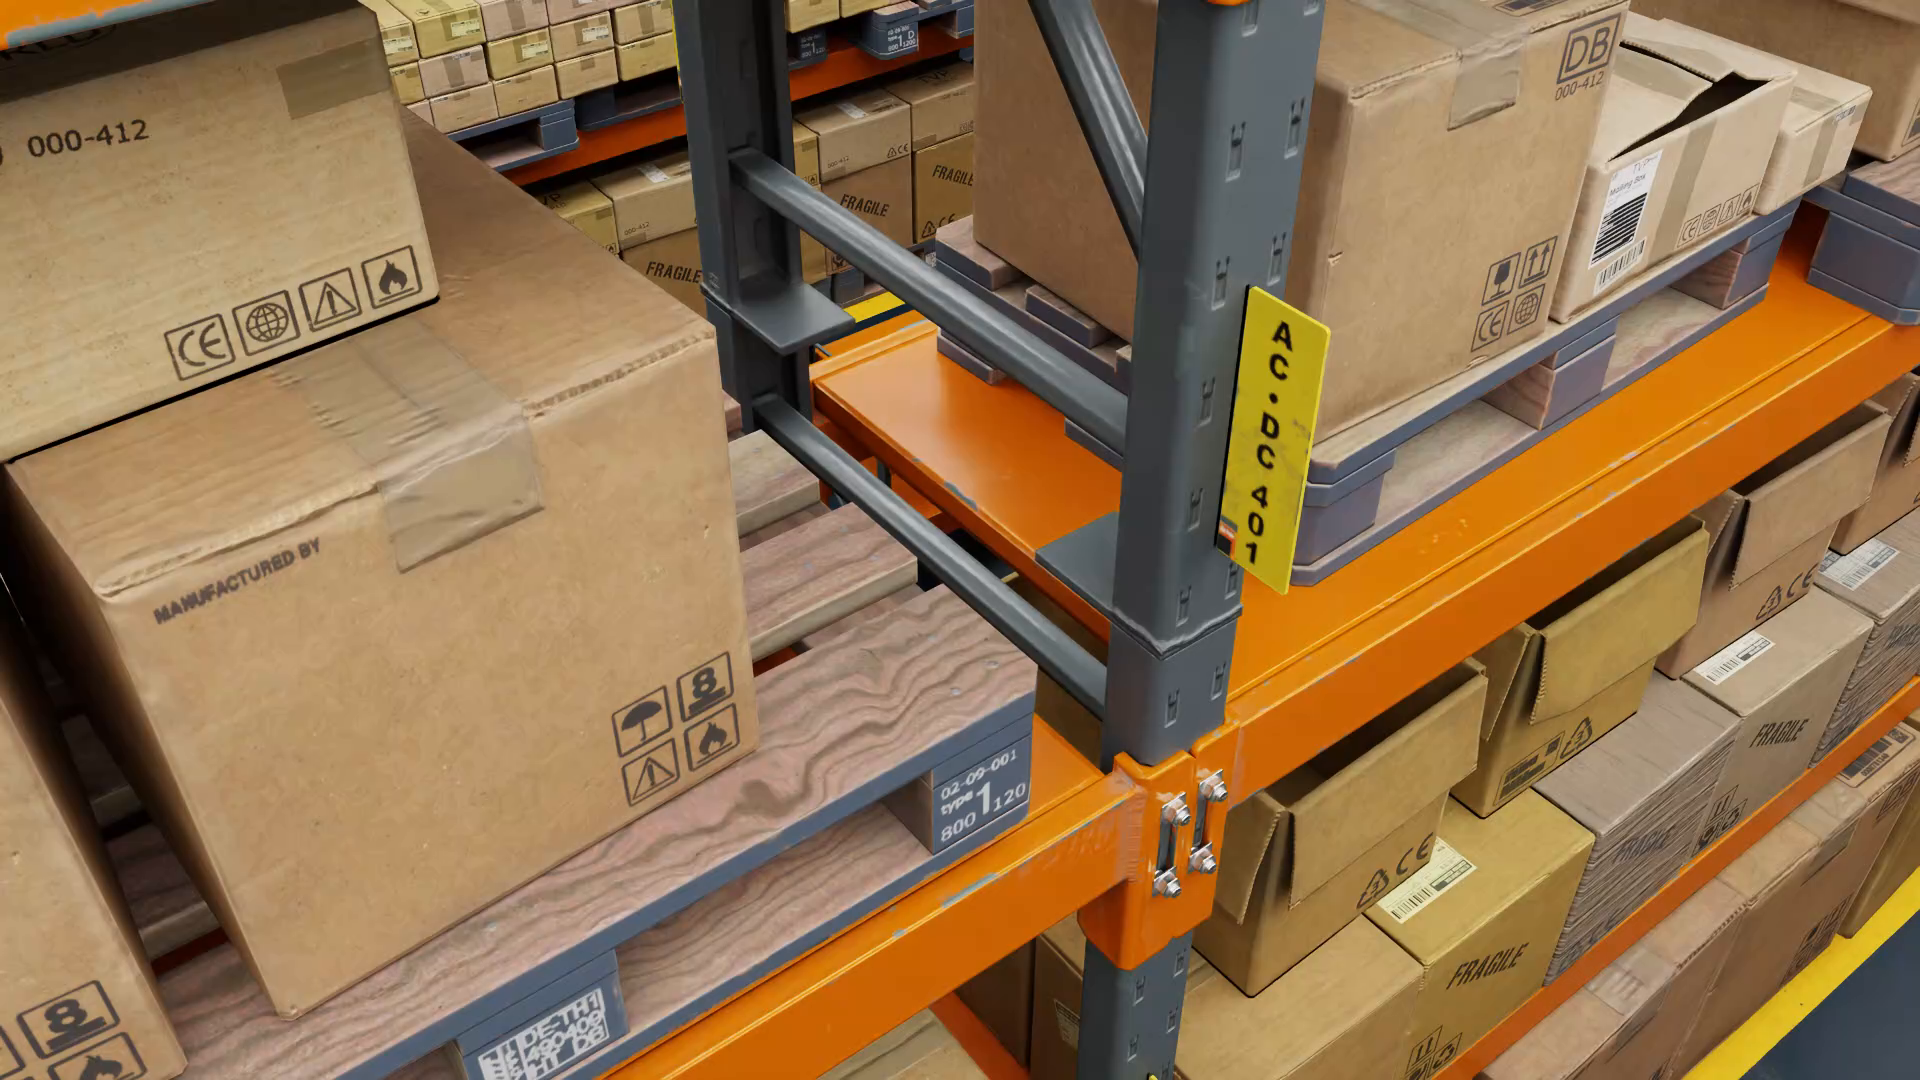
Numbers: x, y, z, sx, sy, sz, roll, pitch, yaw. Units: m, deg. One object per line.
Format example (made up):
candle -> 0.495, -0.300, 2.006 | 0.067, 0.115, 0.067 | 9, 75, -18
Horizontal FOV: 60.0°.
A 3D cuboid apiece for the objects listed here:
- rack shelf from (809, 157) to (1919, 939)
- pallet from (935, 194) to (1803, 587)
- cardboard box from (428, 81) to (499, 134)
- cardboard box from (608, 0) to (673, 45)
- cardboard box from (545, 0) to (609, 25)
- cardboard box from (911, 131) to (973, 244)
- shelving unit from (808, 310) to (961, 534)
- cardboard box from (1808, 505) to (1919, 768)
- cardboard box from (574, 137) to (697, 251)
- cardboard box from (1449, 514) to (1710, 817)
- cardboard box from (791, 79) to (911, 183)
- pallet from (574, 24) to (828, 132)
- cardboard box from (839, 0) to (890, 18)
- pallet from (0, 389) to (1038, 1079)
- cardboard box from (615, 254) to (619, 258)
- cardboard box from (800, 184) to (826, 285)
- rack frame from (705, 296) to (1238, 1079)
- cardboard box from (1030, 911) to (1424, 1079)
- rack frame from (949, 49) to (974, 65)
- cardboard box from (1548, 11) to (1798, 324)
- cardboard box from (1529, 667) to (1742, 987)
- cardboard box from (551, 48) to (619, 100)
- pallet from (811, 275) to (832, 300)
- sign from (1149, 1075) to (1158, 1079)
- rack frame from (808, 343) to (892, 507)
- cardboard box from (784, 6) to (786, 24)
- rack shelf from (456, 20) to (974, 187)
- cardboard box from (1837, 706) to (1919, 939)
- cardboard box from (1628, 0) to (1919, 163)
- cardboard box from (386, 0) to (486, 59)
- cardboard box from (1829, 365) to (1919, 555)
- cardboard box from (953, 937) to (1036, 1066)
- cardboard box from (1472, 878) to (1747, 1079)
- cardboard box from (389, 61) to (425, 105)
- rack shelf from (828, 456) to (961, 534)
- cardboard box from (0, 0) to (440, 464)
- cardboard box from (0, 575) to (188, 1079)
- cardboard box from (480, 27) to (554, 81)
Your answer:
rack shelf -> 1.556, -0.635, 3.361 | 4.000, 0.370, 1.077 | -26, 46, -28
pallet -> 0.667, -0.446, 2.714 | 1.217, 0.209, 0.805 | -28, 47, -30
cardboard box -> -1.963, -1.705, 6.330 | 0.250, 0.149, 0.380 | -26, 46, -28
cardboard box -> -1.342, -2.125, 6.608 | 0.250, 0.149, 0.380 | -27, 46, -29
cardboard box -> -1.555, -2.133, 6.383 | 0.250, 0.149, 0.380 | -26, 46, -28
cardboard box -> -0.163, -1.870, 8.304 | 0.500, 0.500, 0.500 | -26, 46, -28
shelving unit -> -0.005, -0.432, 6.390 | 1.048, 1.125, 0.538 | -26, 46, -28
cardboard box -> 2.093, 0.142, 4.133 | 0.500, 0.500, 0.500 | -28, 47, -29
cardboard box -> -1.398, -1.555, 7.328 | 0.500, 0.250, 0.500 | -24, 45, -27
cardboard box -> 1.023, 0.082, 3.415 | 0.637, 0.503, 0.797 | -25, 46, -28
cardboard box -> -0.577, -1.949, 7.809 | 0.500, 0.250, 0.500 | -25, 46, -28
pallet -> -1.345, -2.200, 7.218 | 1.213, 0.211, 1.003 | -26, 46, -28
cardboard box -> -0.513, -2.414, 7.195 | 0.250, 0.149, 0.380 | -27, 46, -29
pallet -> -0.685, 0.205, 1.840 | 1.213, 0.211, 1.003 | -26, 46, -28
cardboard box -> -1.806, -1.067, 7.326 | 0.500, 0.500, 0.500 | -24, 45, -26
cardboard box -> -0.986, -1.459, 7.803 | 0.500, 0.500, 0.500 | -28, 47, -30
rack frame -> -0.030, 1.019, 3.142 | 0.127, 3.000, 1.000 | -26, 46, -28
cardboard box -> 0.487, 0.929, 3.174 | 0.500, 0.500, 0.500 | -26, 46, -28
rack frame -> 0.199, -3.060, 8.115 | 0.127, 3.000, 1.000 | -26, 46, -28
cardboard box -> 0.895, -0.647, 2.548 | 0.500, 0.311, 0.500 | -28, 47, -29
cardboard box -> 1.282, 0.541, 3.647 | 0.500, 0.500, 0.500 | -27, 46, -29
cardboard box -> -1.562, -1.900, 6.568 | 0.250, 0.149, 0.380 | -28, 47, -30
pallet -> -1.388, -1.212, 8.061 | 1.213, 0.211, 1.003 | -26, 46, -28
sign -> 0.309, 0.933, 2.503 | 0.005, 0.325, 0.100 | -26, 46, -28
rack frame -> -0.408, -0.236, 6.151 | 0.032, 1.125, 0.500 | -26, 46, -28
cardboard box -> -0.932, -2.210, 6.946 | 0.250, 0.149, 0.380 | -25, 45, -27
rack shelf -> -1.386, -2.009, 7.401 | 4.000, 0.370, 1.077 | -26, 46, -28
cardboard box -> 2.582, 0.389, 5.255 | 0.875, 0.875, 1.225 | -28, 47, -30
cardboard box -> 1.535, -1.088, 2.934 | 0.637, 0.503, 0.797 | -27, 46, -29
cardboard box -> -1.957, -1.939, 6.146 | 0.250, 0.149, 0.380 | -26, 46, -28
cardboard box -> 2.034, -0.428, 4.037 | 0.637, 0.503, 0.797 | -25, 45, -27
cardboard box -> 0.174, 0.663, 3.498 | 0.500, 0.500, 0.500 | -26, 46, -28
cardboard box -> 1.173, 1.075, 4.418 | 0.875, 0.875, 1.225 | -28, 47, -29
cardboard box -> -2.175, -1.716, 6.110 | 0.250, 0.149, 0.380 | -27, 46, -29
rack shelf -> -0.005, -0.243, 6.545 | 1.000, 0.278, 0.538 | -26, 46, -28
cardboard box -> -0.780, -0.310, 1.317 | 0.500, 0.250, 0.500 | -29, 48, -31
cardboard box -> -1.043, 0.158, 1.338 | 0.500, 0.500, 0.700 | -24, 45, -26
cardboard box -> -1.765, -1.917, 6.354 | 0.250, 0.149, 0.380 | -28, 47, -30
